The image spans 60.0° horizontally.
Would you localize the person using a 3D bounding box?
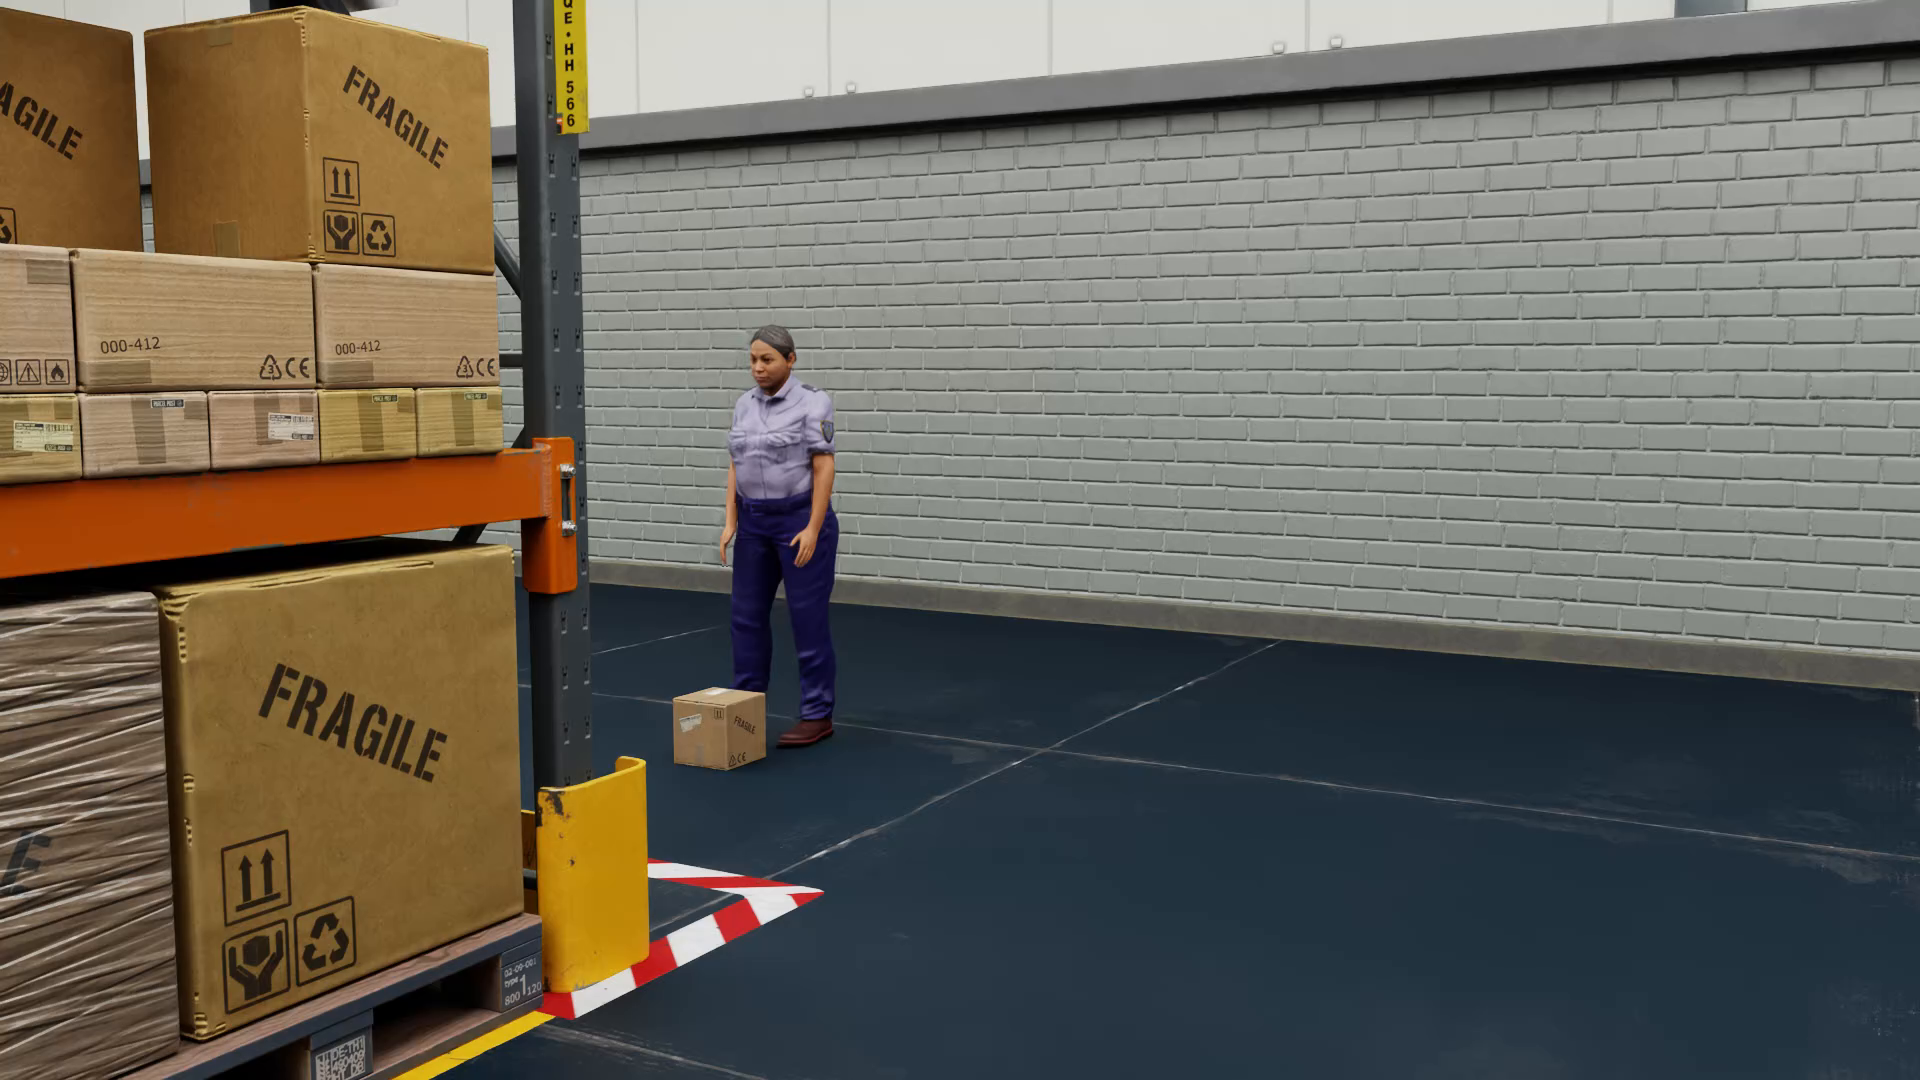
[{"bbox_3d":[-0.733,-0.012,6.624,0.526,1.676,0.411,3,7,28],"label":"person"}]
